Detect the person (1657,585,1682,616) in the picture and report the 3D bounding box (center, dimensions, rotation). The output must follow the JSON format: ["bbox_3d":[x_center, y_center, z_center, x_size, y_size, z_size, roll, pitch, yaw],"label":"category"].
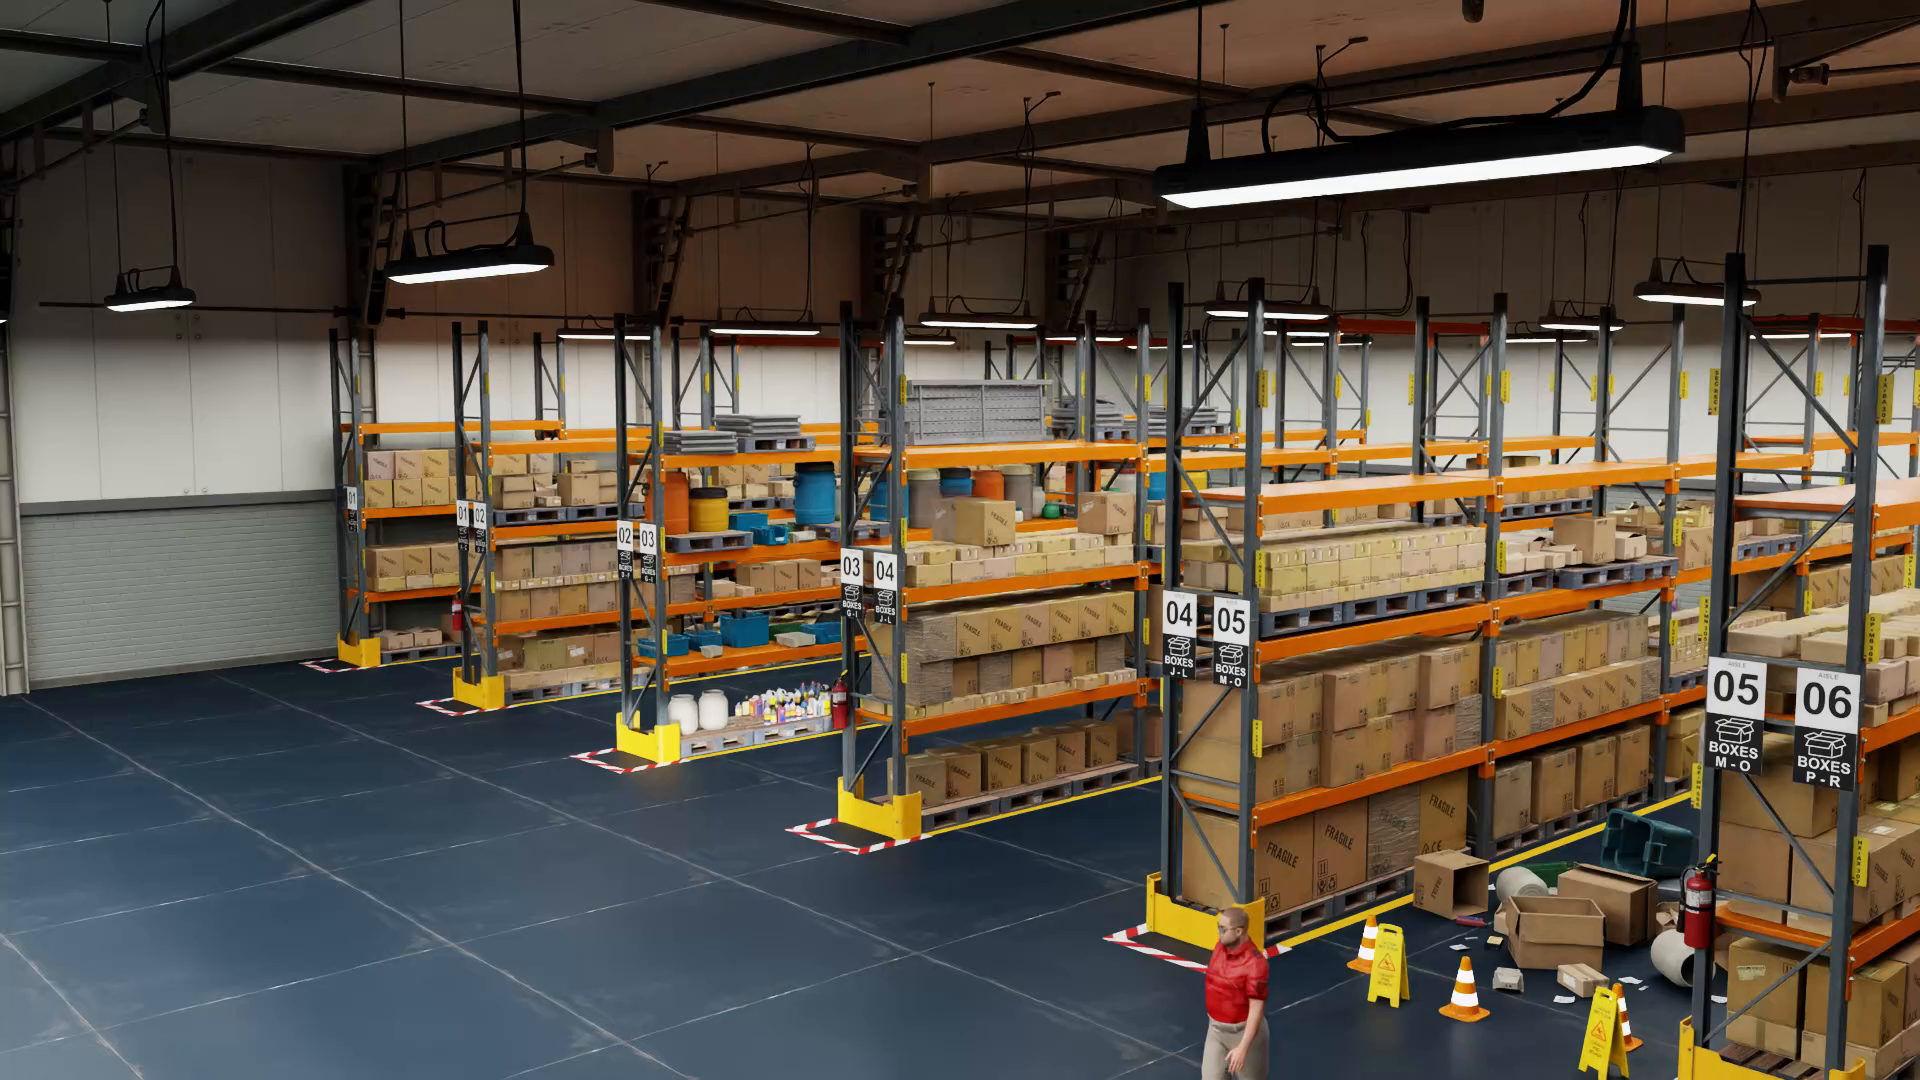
[{"bbox_3d":[12.565,1.465,29.454,0.418,1.541,0.969,3,6,29],"label":"person"}]

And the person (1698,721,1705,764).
[{"bbox_3d":[8.411,2.501,18.295,0.547,1.752,0.810,3,6,24],"label":"person"}]

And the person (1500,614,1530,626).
[{"bbox_3d":[8.435,1.829,25.164,1.010,1.741,0.629,-5,8,-42],"label":"person"}]

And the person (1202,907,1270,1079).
[{"bbox_3d":[1.814,3.268,10.873,0.701,1.779,0.563,-5,7,-39],"label":"person"}]
